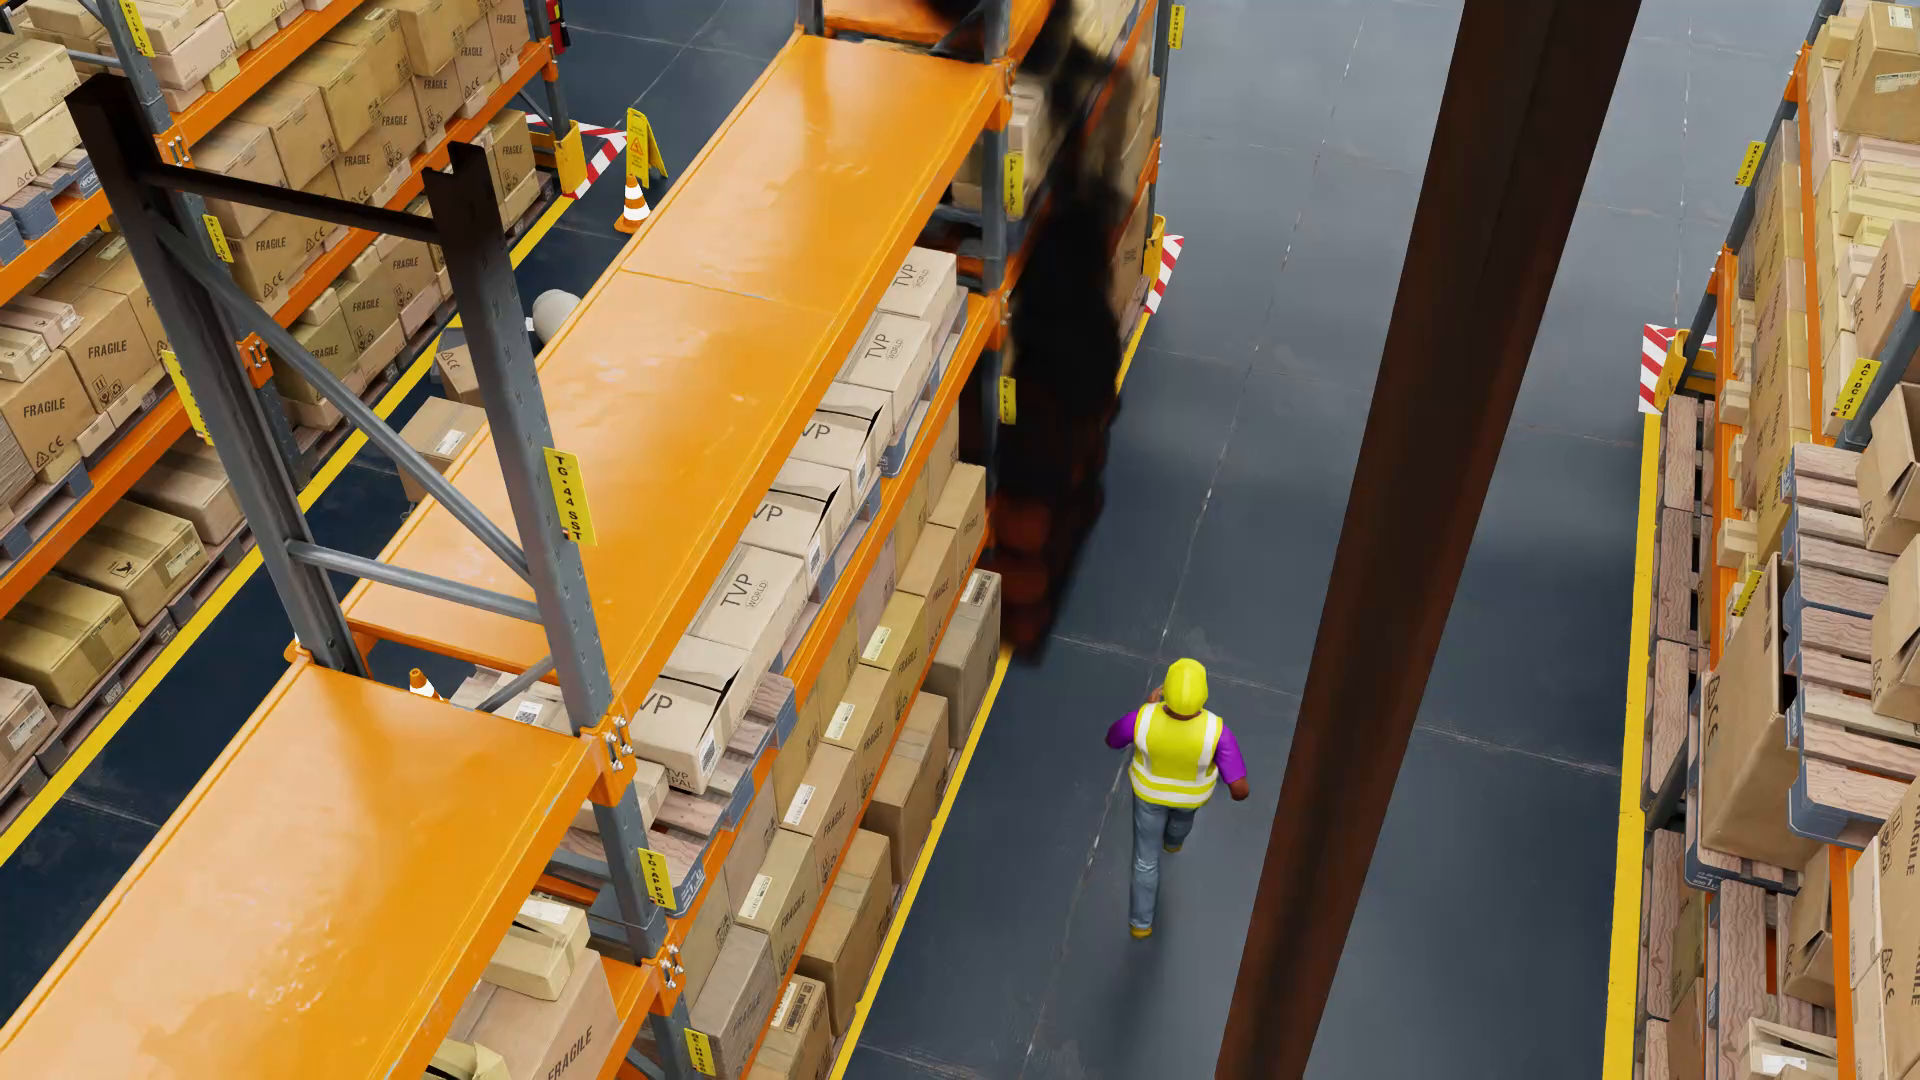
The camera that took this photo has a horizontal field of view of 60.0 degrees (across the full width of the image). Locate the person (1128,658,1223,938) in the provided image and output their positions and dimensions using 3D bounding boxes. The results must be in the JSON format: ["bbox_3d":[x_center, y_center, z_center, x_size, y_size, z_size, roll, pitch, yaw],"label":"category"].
[{"bbox_3d":[-4.184,-1.332,10.944,11.741,2.039,6.886,5,46,5],"label":"person"}]
